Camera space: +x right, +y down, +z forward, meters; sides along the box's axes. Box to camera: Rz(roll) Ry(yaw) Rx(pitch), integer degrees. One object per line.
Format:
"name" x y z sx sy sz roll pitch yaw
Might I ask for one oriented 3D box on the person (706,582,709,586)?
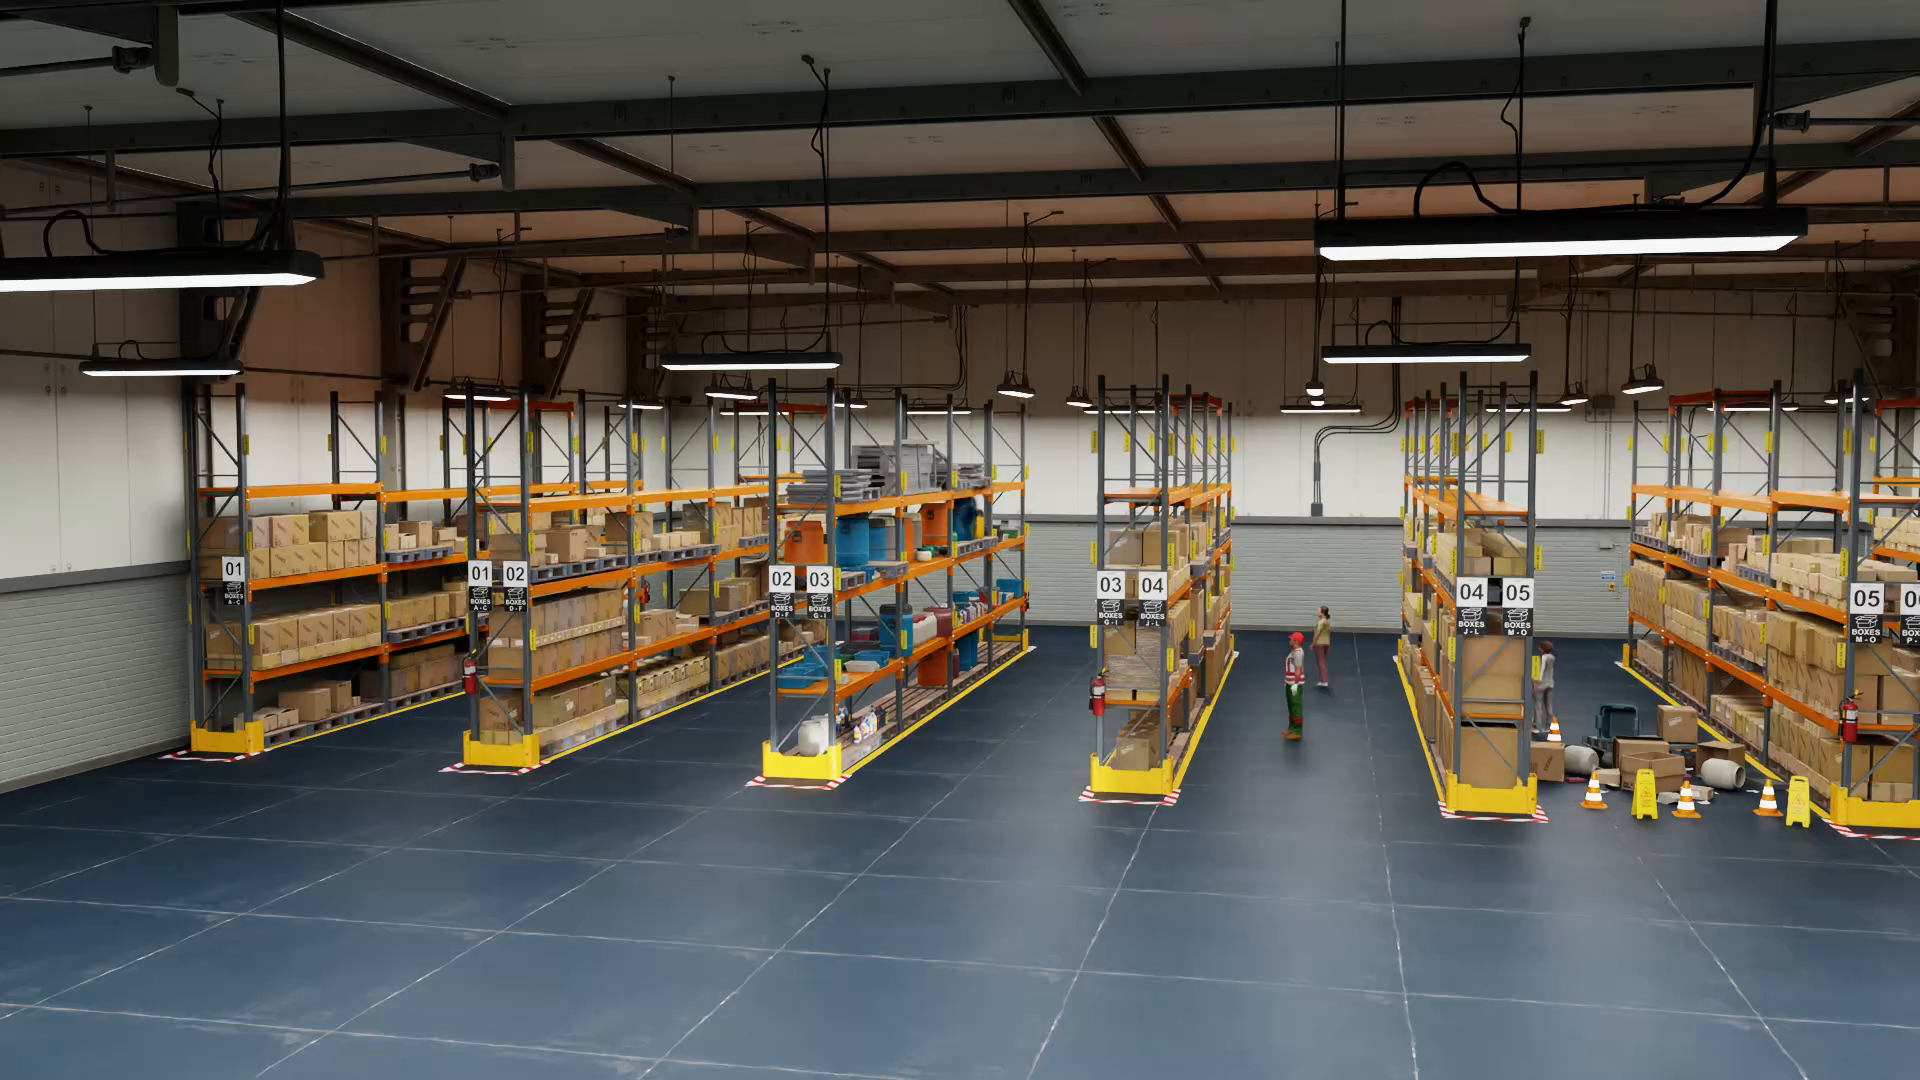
"person" -5.938 1.871 39.735 0.468 1.725 0.556 1 3 17

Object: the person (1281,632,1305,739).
"person" 5.706 2.473 28.460 0.412 1.797 0.592 0 3 -5

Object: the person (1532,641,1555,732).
"person" 10.161 2.567 28.962 0.461 1.600 0.324 -1 4 -22

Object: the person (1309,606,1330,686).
"person" 7.473 2.214 34.442 0.491 1.711 0.484 -2 4 -32

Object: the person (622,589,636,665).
"person" -7.365 1.970 37.375 0.497 1.795 0.563 -1 3 -9
